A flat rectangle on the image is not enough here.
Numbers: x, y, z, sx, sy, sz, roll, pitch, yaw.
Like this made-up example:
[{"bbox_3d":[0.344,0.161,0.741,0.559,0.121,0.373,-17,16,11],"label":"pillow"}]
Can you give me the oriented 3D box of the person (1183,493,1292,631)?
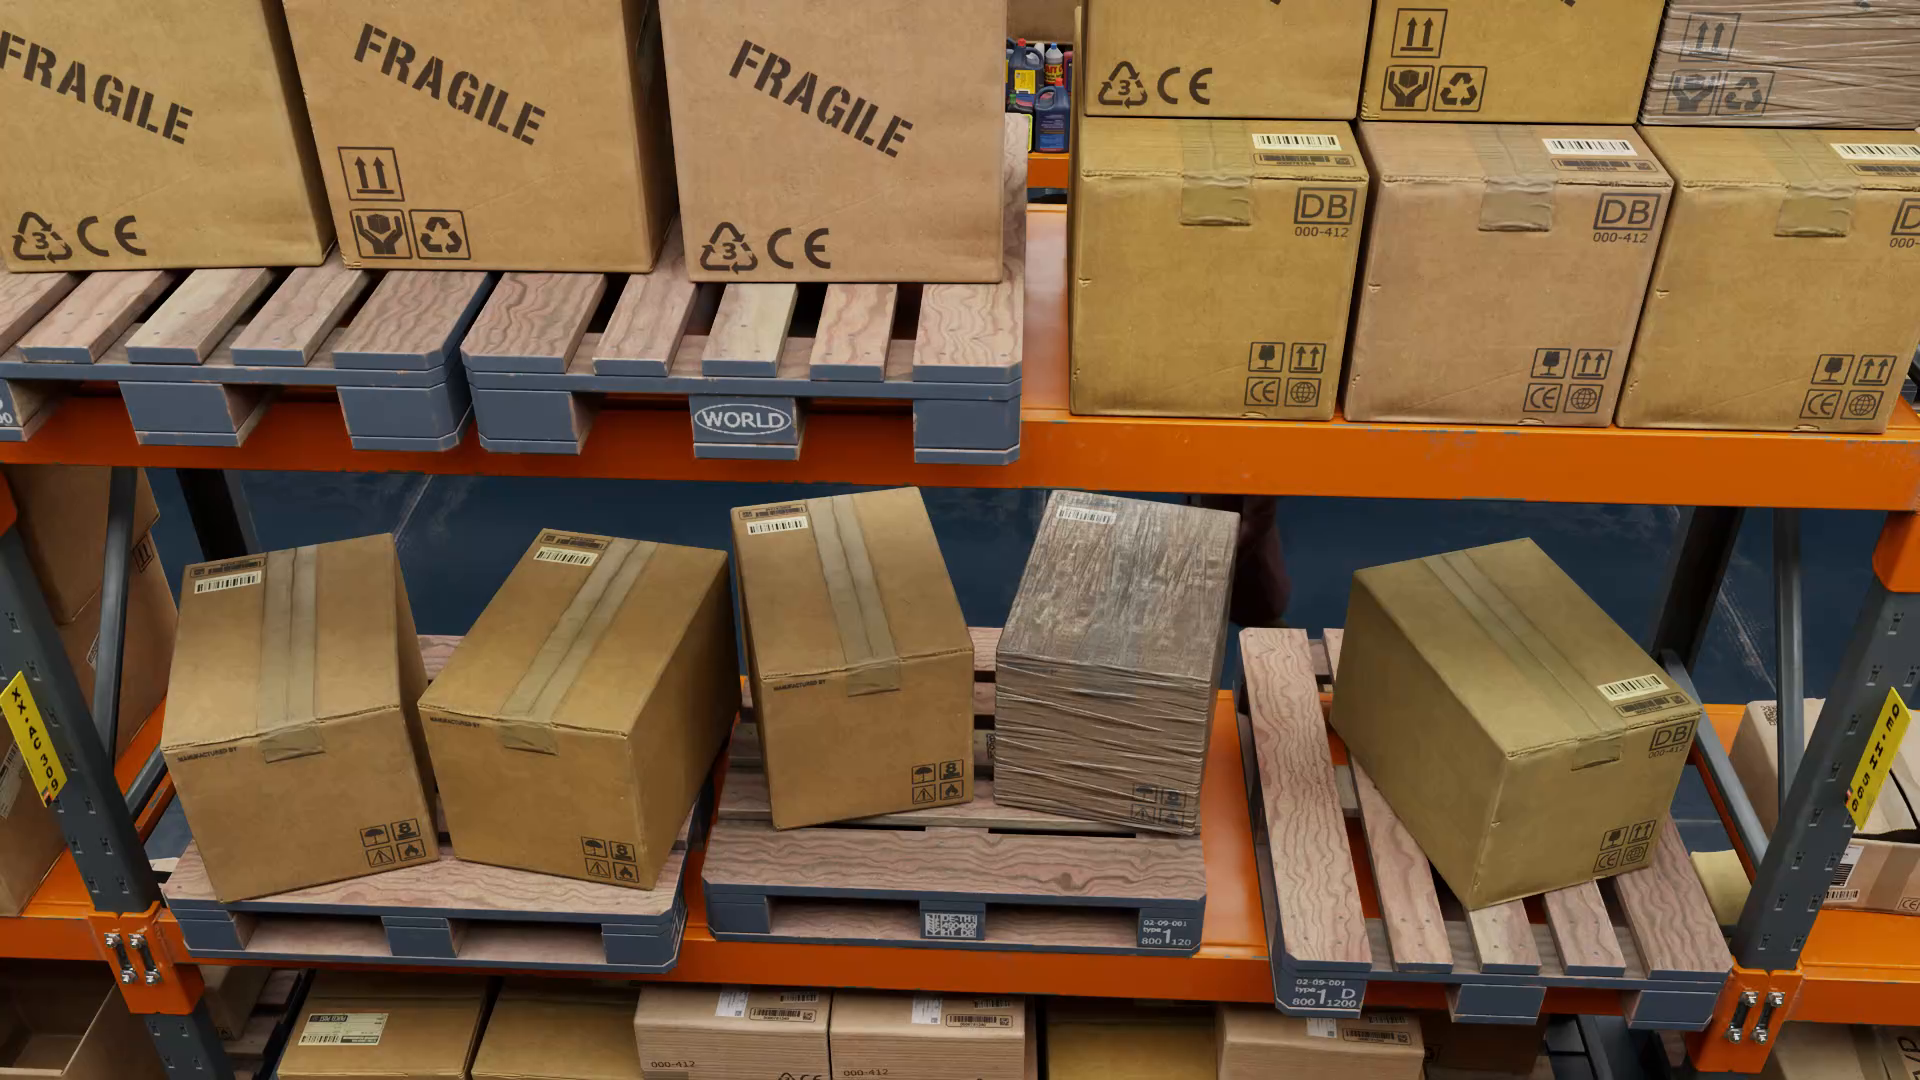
[{"bbox_3d":[0.989,0.016,6.127,0.777,1.770,0.599,-16,38,-21],"label":"person"}]
